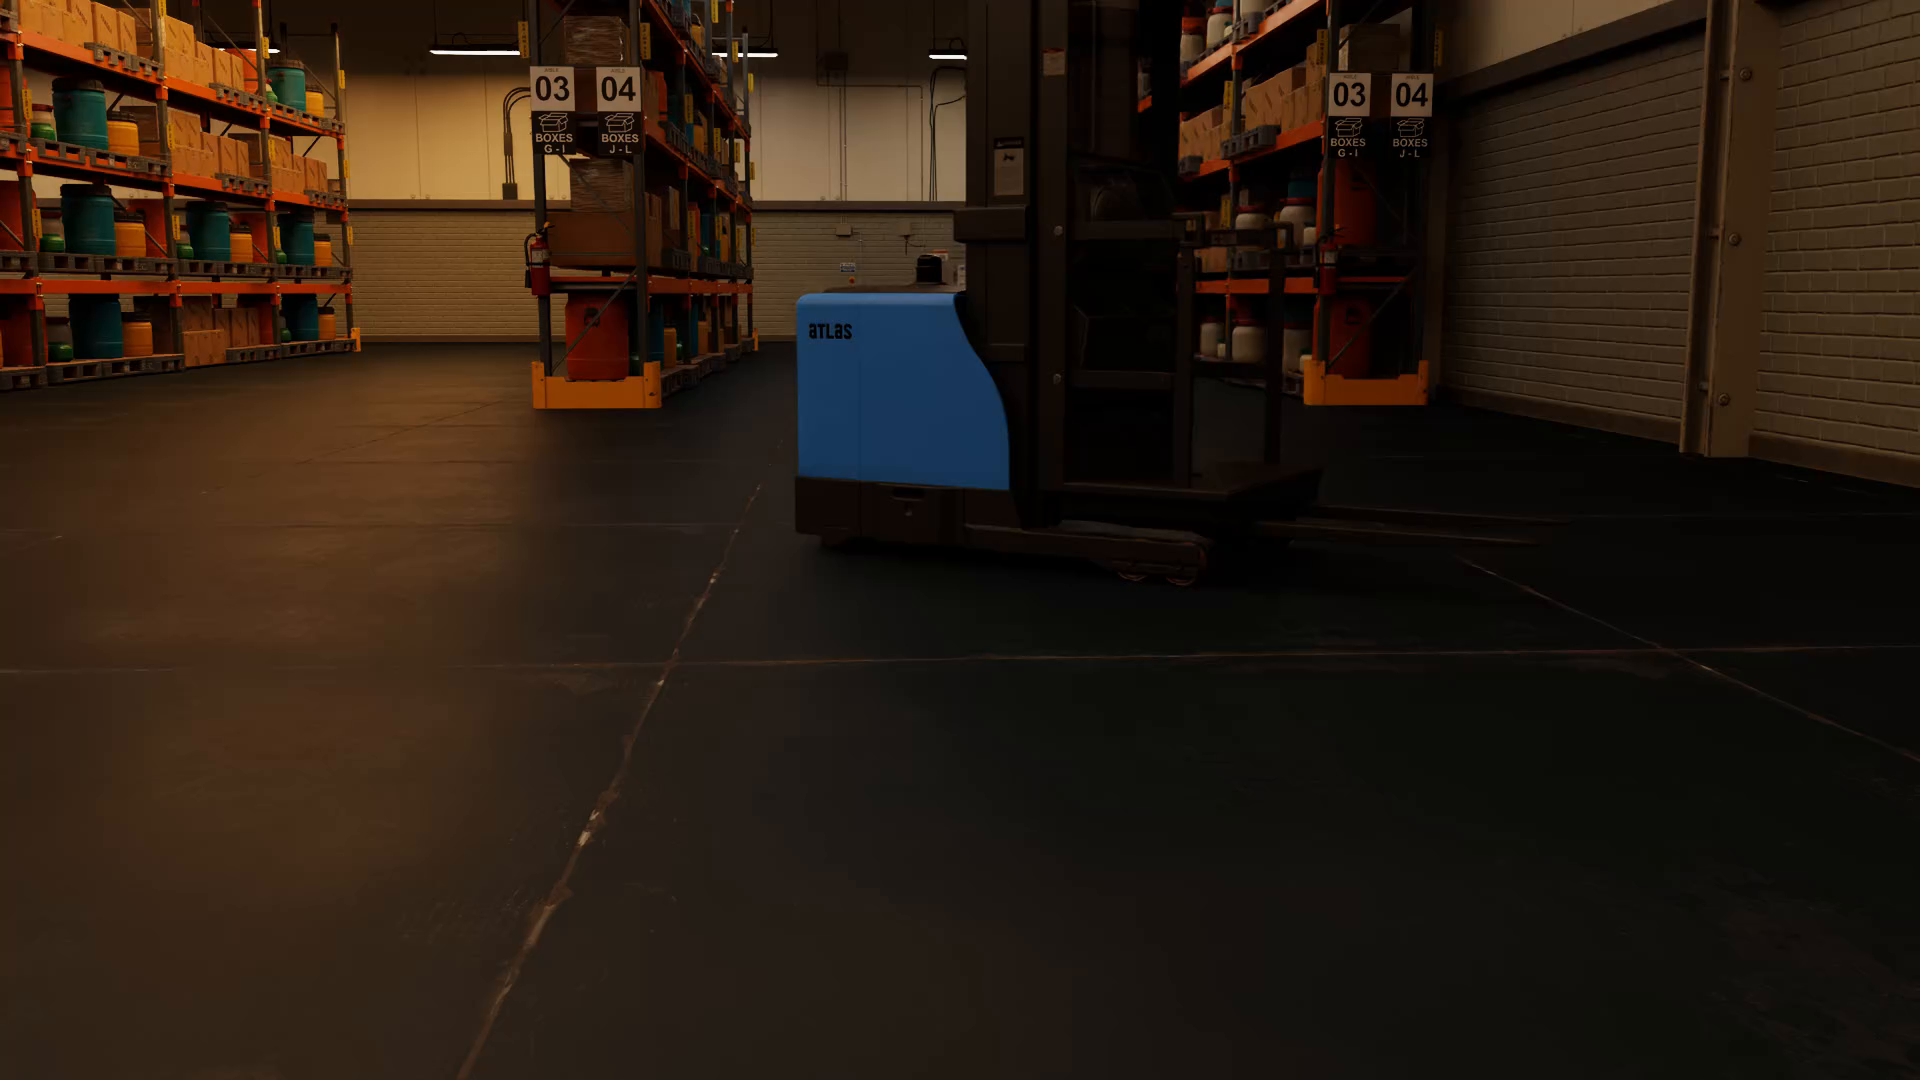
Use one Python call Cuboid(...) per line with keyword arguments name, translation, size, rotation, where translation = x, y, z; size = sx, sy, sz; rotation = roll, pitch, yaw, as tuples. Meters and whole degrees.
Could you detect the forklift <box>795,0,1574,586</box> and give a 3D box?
Cuboid(name="forklift", translation=(0.838, -1.368, 6.542), size=(3.031, 2.935, 1.130), rotation=(5, 10, 29))
